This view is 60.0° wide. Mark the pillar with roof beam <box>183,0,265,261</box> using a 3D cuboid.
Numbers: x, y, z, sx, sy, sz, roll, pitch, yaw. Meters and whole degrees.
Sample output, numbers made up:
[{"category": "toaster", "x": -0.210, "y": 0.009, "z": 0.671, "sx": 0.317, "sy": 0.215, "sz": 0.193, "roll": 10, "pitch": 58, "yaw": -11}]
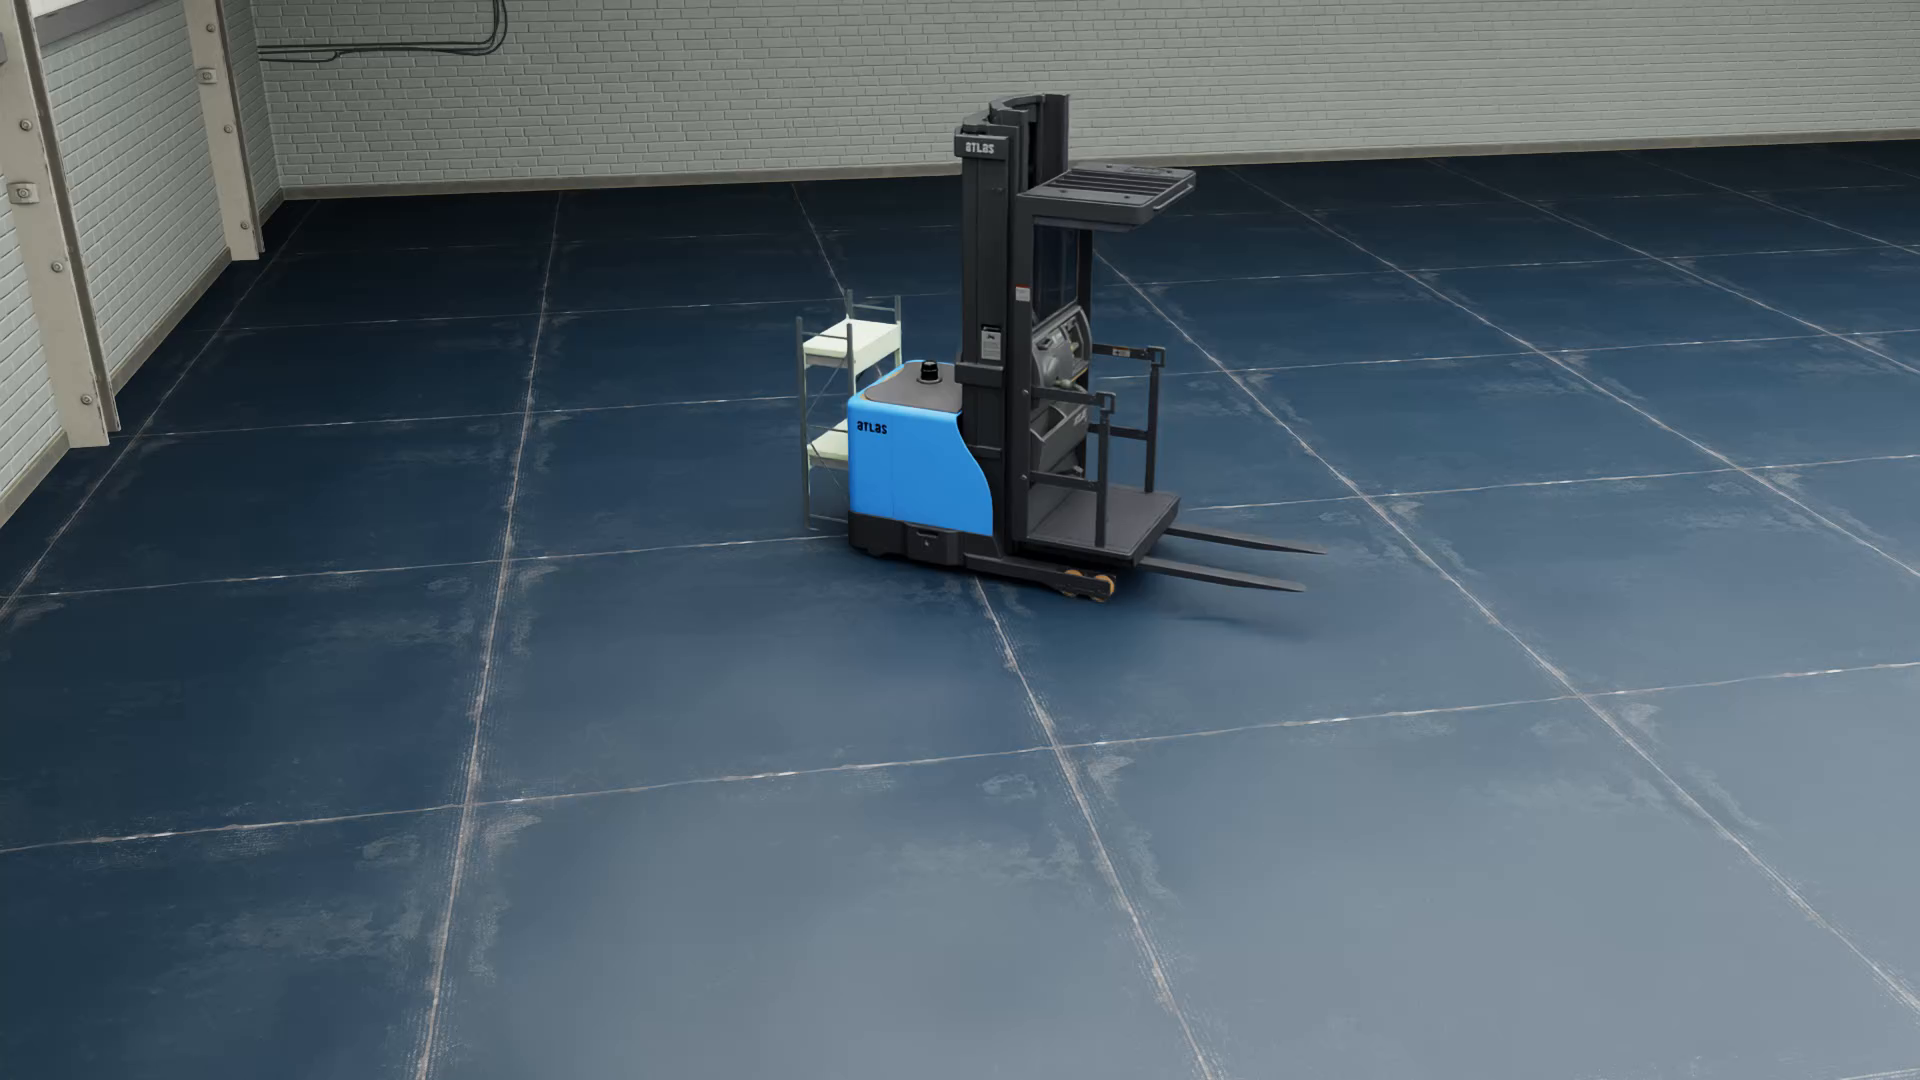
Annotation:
[{"category": "pillar with roof beam", "x": 5.855, "y": -2.236, "z": 5.064, "sx": 22.890, "sy": 9.050, "sz": 30.400, "roll": -4, "pitch": 24, "yaw": -10}]

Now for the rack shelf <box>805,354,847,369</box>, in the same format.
[{"category": "rack shelf", "x": -0.736, "y": -1.293, "z": 11.183, "sx": 0.332, "sy": 0.071, "sz": 0.664, "roll": 10, "pitch": 25, "yaw": 21}]

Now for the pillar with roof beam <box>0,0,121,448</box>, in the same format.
[{"category": "pillar with roof beam", "x": -2.585, "y": -5.243, "z": 12.011, "sx": 9.100, "sy": 9.000, "sz": 0.400, "roll": -4, "pitch": 24, "yaw": -10}]

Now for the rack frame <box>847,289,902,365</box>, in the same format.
[{"category": "rack frame", "x": -0.592, "y": -1.004, "z": 11.676, "sx": 0.400, "sy": 1.500, "sz": 0.023, "roll": 10, "pitch": 25, "yaw": 21}]

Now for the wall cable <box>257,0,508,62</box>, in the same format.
[{"category": "wall cable", "x": -7.171, "y": -7.118, "z": 20.184, "sx": 3.097, "sy": 2.526, "sz": 0.112, "roll": -4, "pitch": 24, "yaw": -10}]

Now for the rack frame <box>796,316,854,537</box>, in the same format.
[{"category": "rack frame", "x": -0.880, "y": -0.735, "z": 11.059, "sx": 0.400, "sy": 1.500, "sz": 0.023, "roll": 10, "pitch": 25, "yaw": 21}]

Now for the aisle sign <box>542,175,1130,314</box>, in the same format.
[{"category": "aisle sign", "x": -1.720, "y": -3.628, "z": 19.556, "sx": 6.000, "sy": 0.001, "sz": 6.000, "roll": -4, "pitch": 24, "yaw": -10}]
